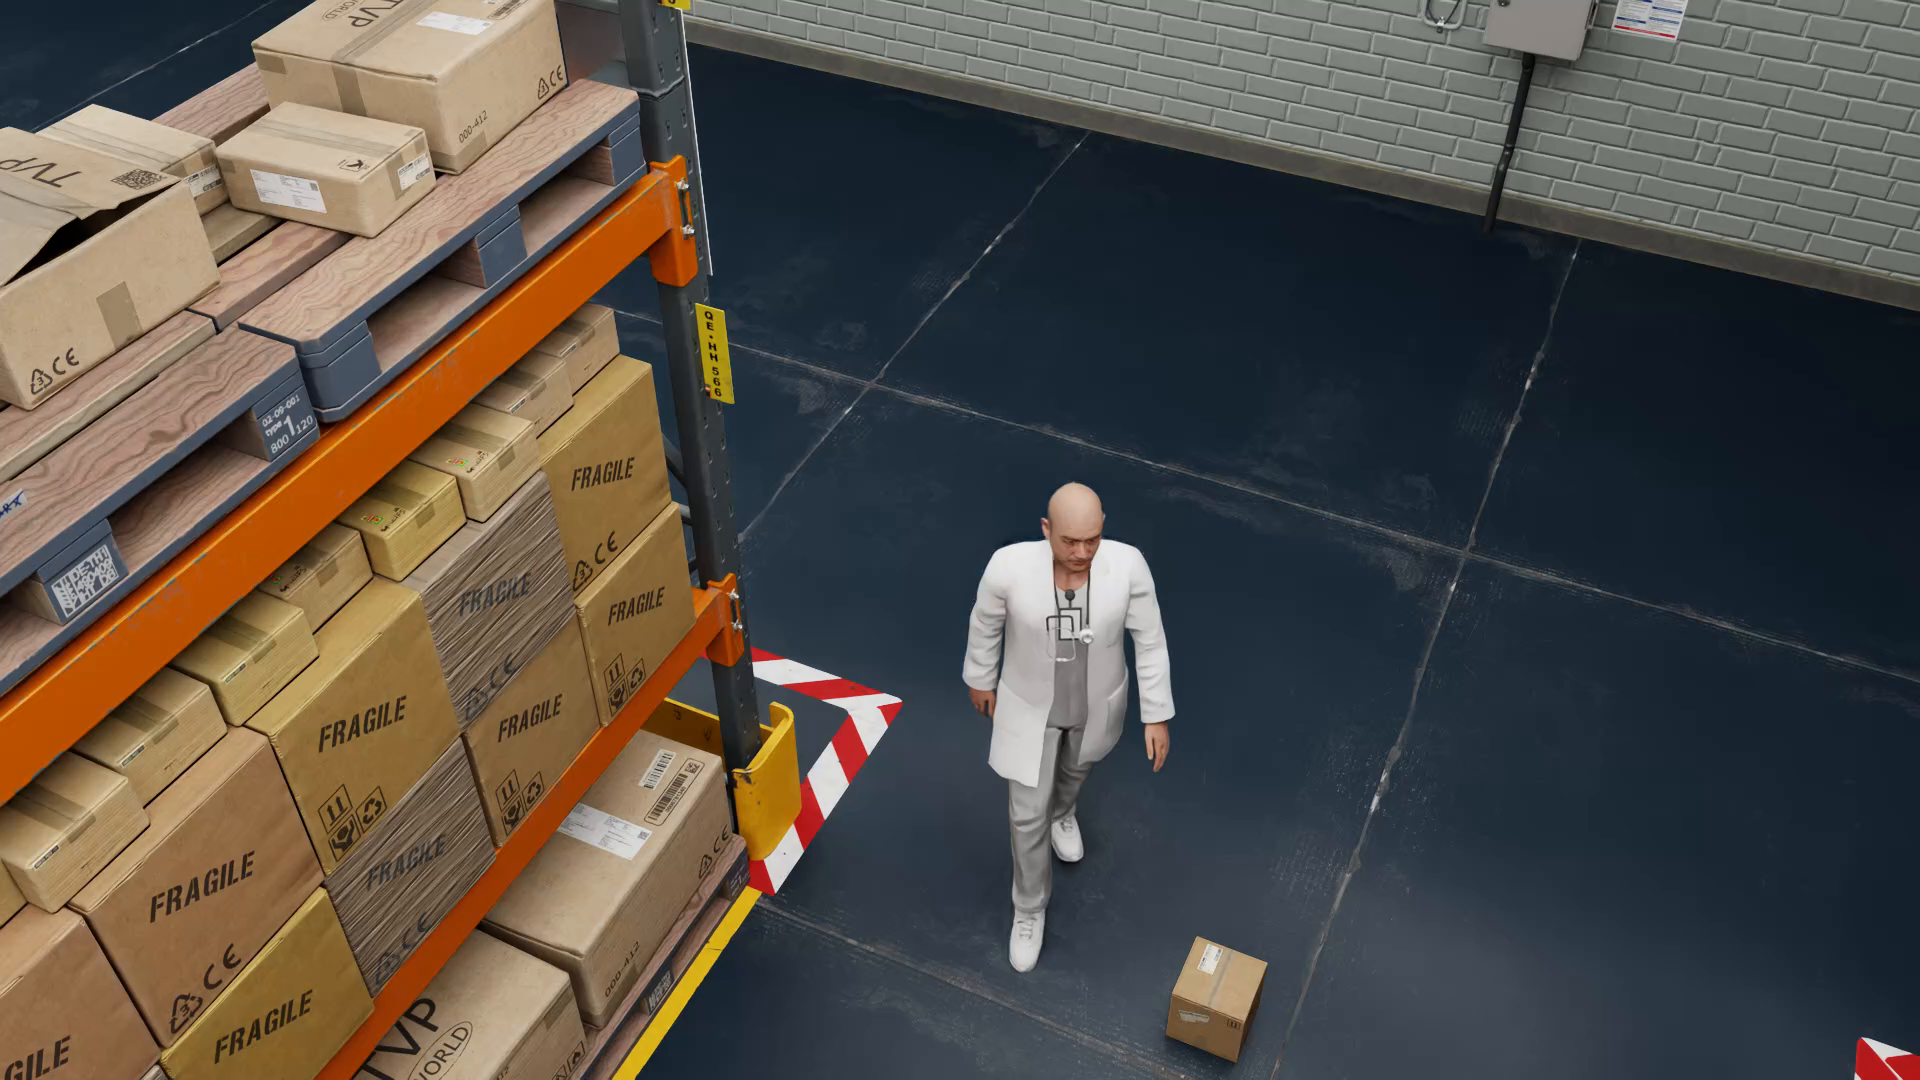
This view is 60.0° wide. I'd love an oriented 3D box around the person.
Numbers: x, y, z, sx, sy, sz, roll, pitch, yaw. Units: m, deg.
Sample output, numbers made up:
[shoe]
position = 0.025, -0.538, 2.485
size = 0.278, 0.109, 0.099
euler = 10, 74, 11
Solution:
[person]
position = 0.361, 0.576, 5.519
size = 0.669, 1.798, 0.783
euler = -5, 42, -5
